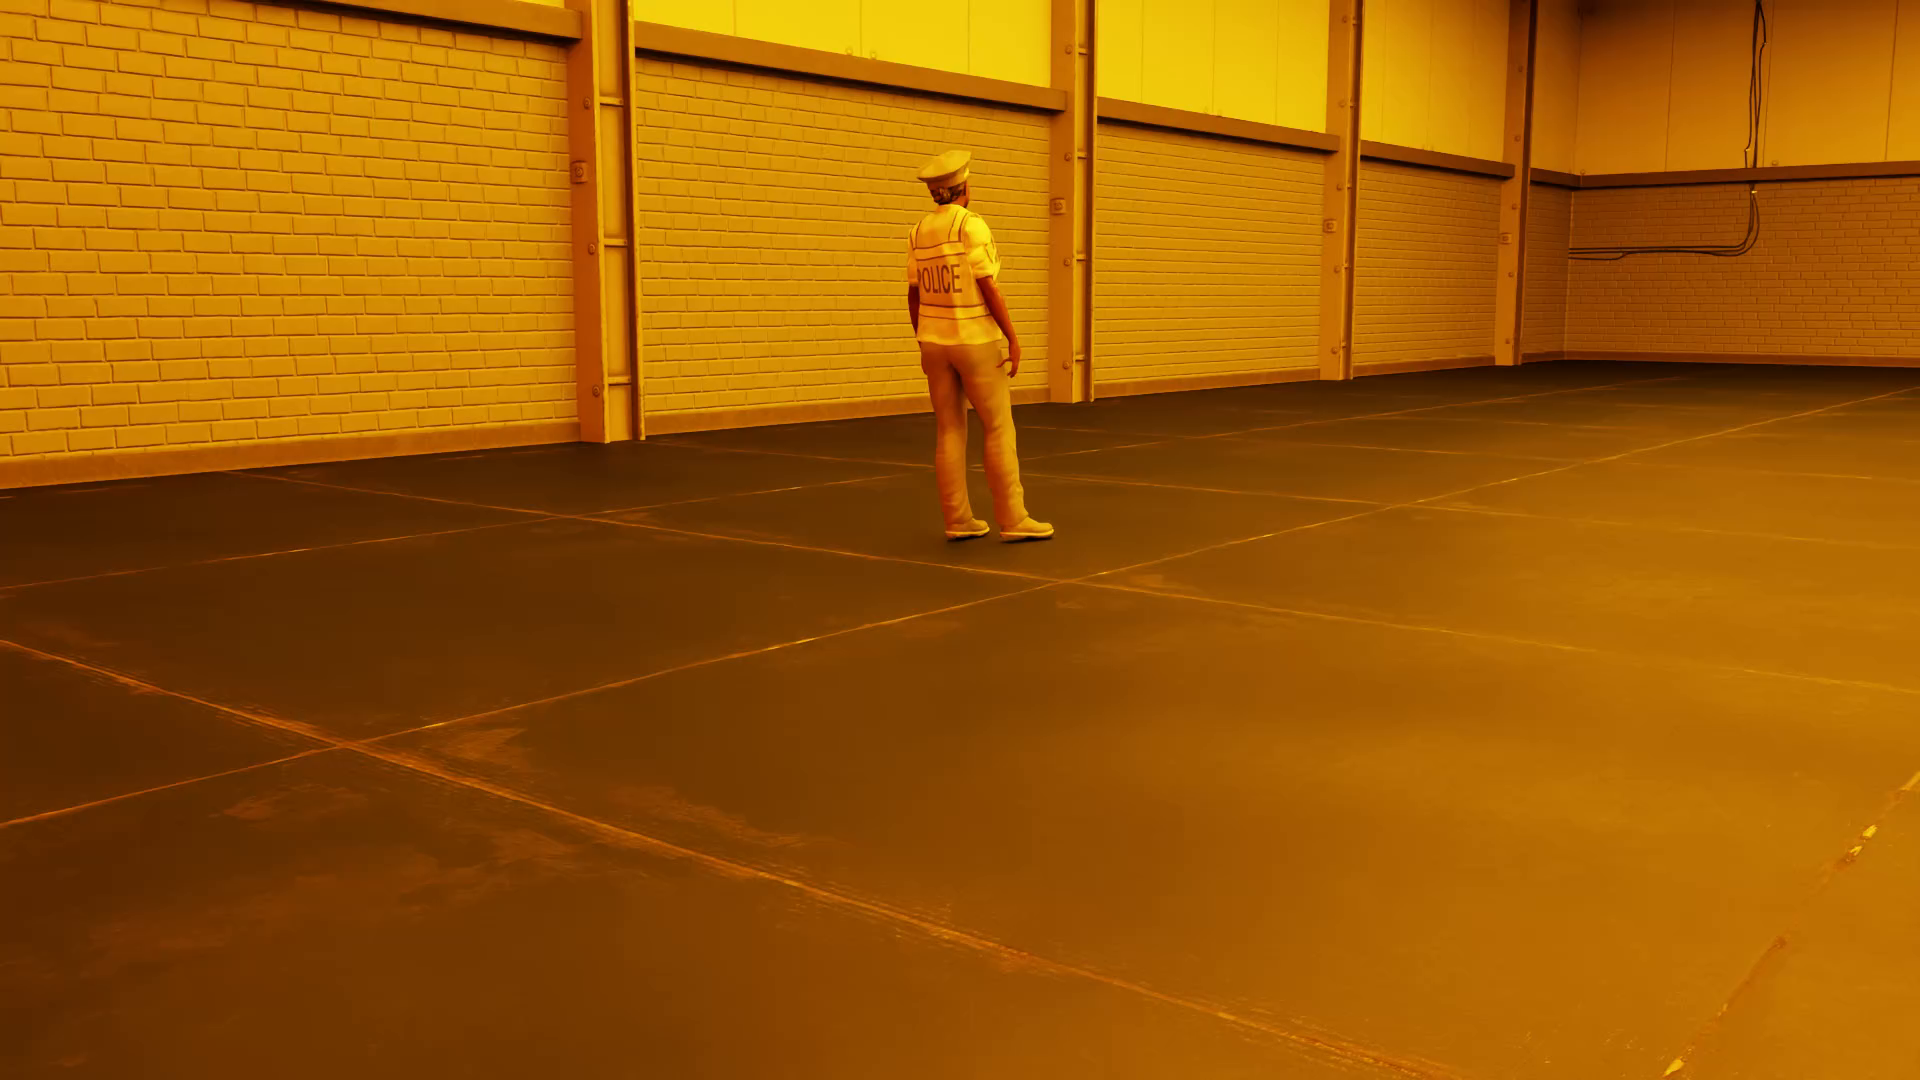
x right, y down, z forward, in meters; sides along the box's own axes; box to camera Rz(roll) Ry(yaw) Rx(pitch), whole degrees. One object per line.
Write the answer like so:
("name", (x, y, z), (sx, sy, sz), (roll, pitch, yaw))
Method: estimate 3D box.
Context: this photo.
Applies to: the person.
("person", (0.063, -0.851, 7.328), (0.569, 1.693, 0.526), (7, 11, 38))
